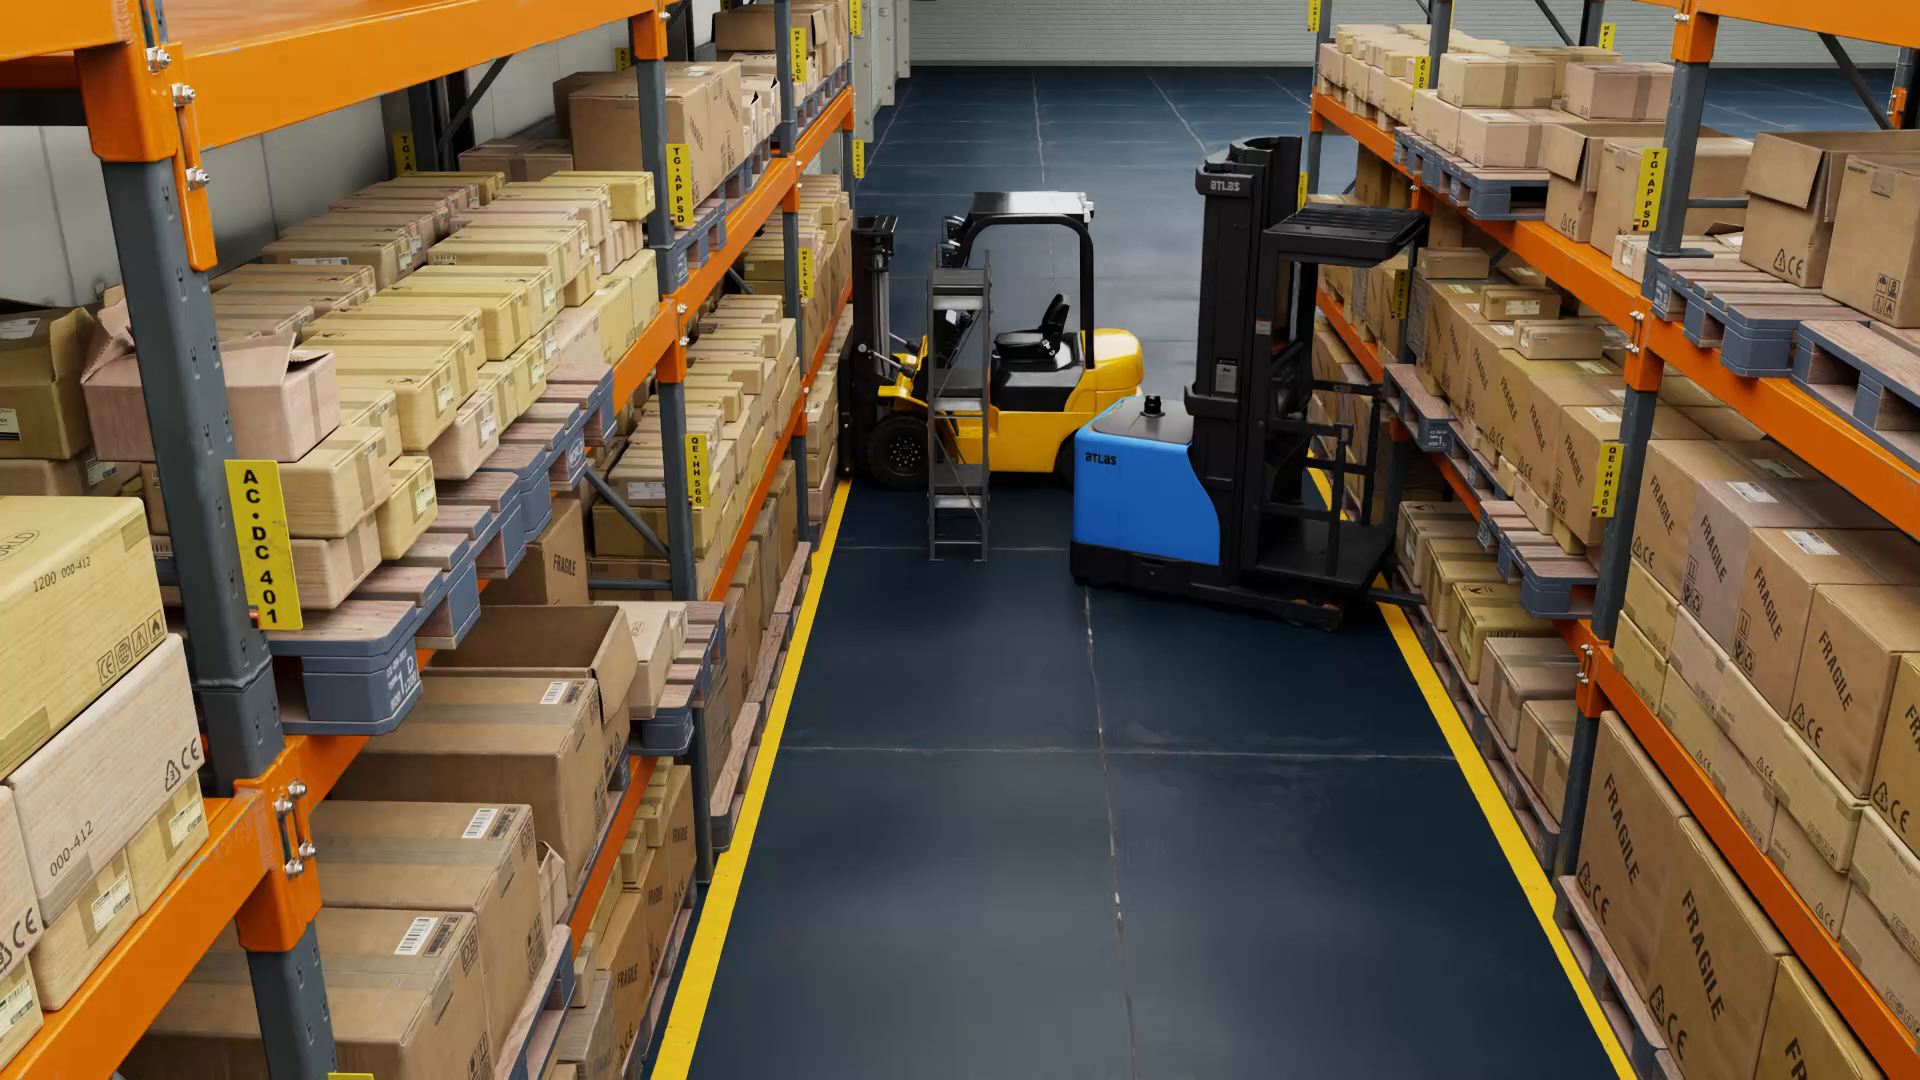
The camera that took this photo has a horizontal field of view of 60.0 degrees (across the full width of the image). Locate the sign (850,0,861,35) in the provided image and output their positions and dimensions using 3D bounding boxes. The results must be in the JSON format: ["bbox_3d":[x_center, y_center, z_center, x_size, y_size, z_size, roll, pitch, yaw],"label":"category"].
[{"bbox_3d":[-0.891,-4.454,14.101,0.100,0.325,0.005,1,21,2],"label":"sign"}]

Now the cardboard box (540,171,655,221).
[{"bbox_3d":[-1.391,-1.324,6.393,0.380,0.149,0.250,1,21,3],"label":"cardboard box"}]

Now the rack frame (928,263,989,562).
[{"bbox_3d":[-0.012,-0.831,11.267,0.400,2.100,0.015,1,21,2],"label":"rack frame"}]

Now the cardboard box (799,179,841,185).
[{"bbox_3d":[-1.209,-2.957,14.058,0.380,0.149,0.250,1,21,2],"label":"cardboard box"}]

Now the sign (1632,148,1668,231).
[{"bbox_3d":[2.743,-1.391,6.607,0.100,0.325,0.005,1,21,2],"label":"sign"}]

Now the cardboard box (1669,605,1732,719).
[{"bbox_3d":[3.007,0.459,6.215,0.500,0.250,0.500,1,21,3],"label":"cardboard box"}]

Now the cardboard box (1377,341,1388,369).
[{"bbox_3d":[3.113,-1.284,11.539,0.380,0.149,0.250,1,21,3],"label":"cardboard box"}]

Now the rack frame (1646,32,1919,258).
[{"bbox_3d":[3.286,-2.542,6.140,1.000,3.000,0.127,1,21,2],"label":"rack frame"}]

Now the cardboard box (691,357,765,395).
[{"bbox_3d":[-1.282,-0.909,9.189,0.380,0.149,0.250,0,21,0],"label":"cardboard box"}]

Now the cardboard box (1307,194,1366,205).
[{"bbox_3d":[3.237,-2.655,14.175,0.500,0.500,0.500,0,21,1],"label":"cardboard box"}]

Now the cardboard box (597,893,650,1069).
[{"bbox_3d":[-1.513,1.696,6.385,0.500,0.500,0.500,2,21,4],"label":"cardboard box"}]

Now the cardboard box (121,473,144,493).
[{"bbox_3d":[-1.875,-0.076,3.560,0.380,0.149,0.250,1,21,3],"label":"cardboard box"}]

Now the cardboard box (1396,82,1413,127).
[{"bbox_3d":[3.152,-2.822,10.804,0.500,0.250,0.500,0,21,1],"label":"cardboard box"}]

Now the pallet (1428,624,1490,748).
[{"bbox_3d":[3.351,0.832,9.592,1.003,0.211,1.213,1,21,2],"label":"pallet"}]

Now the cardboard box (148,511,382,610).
[{"bbox_3d":[-1.391,0.021,3.311,0.380,0.149,0.250,1,21,2],"label":"cardboard box"}]

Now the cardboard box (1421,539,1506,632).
[{"bbox_3d":[3.375,0.288,10.193,0.950,0.372,0.625,2,21,5],"label":"cardboard box"}]

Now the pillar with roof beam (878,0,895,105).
[{"bbox_3d":[2.678,-13.876,35.351,9.100,9.000,0.400,1,21,2],"label":"pillar with roof beam"}]

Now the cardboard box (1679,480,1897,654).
[{"bbox_3d":[3.021,0.097,6.111,0.500,0.500,0.500,1,21,2],"label":"cardboard box"}]

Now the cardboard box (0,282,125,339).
[{"bbox_3d":[-1.882,-0.415,3.450,0.396,0.266,0.258,1,21,2],"label":"cardboard box"}]

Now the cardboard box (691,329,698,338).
[{"bbox_3d":[-1.826,-1.227,10.561,0.500,0.250,0.500,0,21,1],"label":"cardboard box"}]

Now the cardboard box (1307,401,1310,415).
[{"bbox_3d":[3.228,-1.263,14.358,0.500,0.250,0.500,0,21,1],"label":"cardboard box"}]

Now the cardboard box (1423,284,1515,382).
[{"bbox_3d":[3.092,-1.225,9.909,0.500,0.500,0.500,1,21,2],"label":"cardboard box"}]

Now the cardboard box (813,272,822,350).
[{"bbox_3d":[-1.280,-1.637,11.964,0.500,0.500,0.500,1,21,3],"label":"cardboard box"}]

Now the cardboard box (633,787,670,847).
[{"bbox_3d":[-1.415,1.149,6.899,0.380,0.149,0.250,0,21,-1],"label":"cardboard box"}]

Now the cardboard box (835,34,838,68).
[{"bbox_3d":[-1.162,-3.874,13.188,0.396,0.266,0.258,1,21,2],"label":"cardboard box"}]

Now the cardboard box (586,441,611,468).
[{"bbox_3d":[-1.903,-0.456,8.023,0.380,0.149,0.250,1,21,2],"label":"cardboard box"}]

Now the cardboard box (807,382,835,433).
[{"bbox_3d":[-1.200,-0.981,12.249,0.500,0.250,0.500,1,21,2],"label":"cardboard box"}]

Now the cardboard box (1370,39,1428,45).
[{"bbox_3d":[3.237,-3.615,12.296,0.380,0.149,0.250,1,21,3],"label":"cardboard box"}]

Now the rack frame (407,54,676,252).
[{"bbox_3d":[-1.676,-2.595,6.278,1.000,3.000,0.127,1,21,2],"label":"rack frame"}]

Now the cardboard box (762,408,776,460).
[{"bbox_3d":[-1.363,-0.629,9.710,0.500,0.250,0.500,1,21,2],"label":"cardboard box"}]

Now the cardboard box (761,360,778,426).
[{"bbox_3d":[-1.343,-0.857,9.606,0.500,0.250,0.500,1,21,3],"label":"cardboard box"}]

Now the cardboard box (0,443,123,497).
[{"bbox_3d":[-1.905,-0.124,3.273,0.380,0.149,0.250,0,21,1],"label":"cardboard box"}]

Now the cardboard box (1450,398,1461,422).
[{"bbox_3d":[3.077,-0.788,9.679,0.380,0.149,0.250,1,21,2],"label":"cardboard box"}]

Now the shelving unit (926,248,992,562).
[{"bbox_3d":[-0.005,-0.919,11.495,0.431,2.100,0.503,1,21,2],"label":"shelving unit"}]

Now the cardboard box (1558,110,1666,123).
[{"bbox_3d":[3.497,-2.136,8.867,0.500,0.250,0.500,1,21,2],"label":"cardboard box"}]

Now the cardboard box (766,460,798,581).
[{"bbox_3d":[-1.559,-0.145,10.957,0.875,0.625,0.625,2,21,4],"label":"cardboard box"}]

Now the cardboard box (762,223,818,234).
[{"bbox_3d":[-1.240,-2.218,12.153,0.380,0.149,0.250,0,21,1],"label":"cardboard box"}]

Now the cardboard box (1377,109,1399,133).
[{"bbox_3d":[3.158,-2.962,11.717,0.380,0.149,0.250,1,21,3],"label":"cardboard box"}]

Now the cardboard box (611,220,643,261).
[{"bbox_3d":[-1.446,-1.182,6.438,0.380,0.149,0.250,1,21,3],"label":"cardboard box"}]

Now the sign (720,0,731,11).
[{"bbox_3d":[-1.987,-4.542,14.124,0.100,0.325,0.005,1,21,2],"label":"sign"}]

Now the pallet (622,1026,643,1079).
[{"bbox_3d":[-1.776,2.211,6.039,1.003,0.211,1.213,1,21,2],"label":"pallet"}]

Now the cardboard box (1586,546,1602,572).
[{"bbox_3d":[3.061,0.055,7.507,0.380,0.149,0.250,1,21,4],"label":"cardboard box"}]

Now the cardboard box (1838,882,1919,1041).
[{"bbox_3d":[2.977,1.240,4.895,0.500,0.250,0.500,0,21,0],"label":"cardboard box"}]

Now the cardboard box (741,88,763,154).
[{"bbox_3d":[-1.356,-2.302,9.073,0.500,0.311,0.500,0,21,0],"label":"cardboard box"}]

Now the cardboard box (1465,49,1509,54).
[{"bbox_3d":[3.731,-3.329,11.561,0.380,0.149,0.250,0,21,0],"label":"cardboard box"}]

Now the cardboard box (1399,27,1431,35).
[{"bbox_3d":[3.768,-4.072,13.476,0.380,0.149,0.250,1,21,3],"label":"cardboard box"}]

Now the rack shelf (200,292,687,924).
[{"bbox_3d":[-1.737,-0.138,5.087,1.077,0.370,4.000,1,21,2],"label":"rack shelf"}]

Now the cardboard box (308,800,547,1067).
[{"bbox_3d":[-1.543,1.046,4.468,0.700,0.500,0.500,1,21,2],"label":"cardboard box"}]

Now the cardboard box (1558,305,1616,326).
[{"bbox_3d":[3.587,-1.037,9.425,0.500,0.500,0.500,1,21,3],"label":"cardboard box"}]

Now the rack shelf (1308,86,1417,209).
[{"bbox_3d":[3.468,-2.978,12.404,1.077,0.370,4.000,1,21,2],"label":"rack shelf"}]

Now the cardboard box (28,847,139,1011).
[{"bbox_3d":[-1.524,0.588,2.567,0.380,0.149,0.250,1,21,1],"label":"cardboard box"}]

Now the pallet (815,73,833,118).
[{"bbox_3d":[-1.514,-3.351,12.493,1.003,0.211,1.213,1,21,2],"label":"pallet"}]

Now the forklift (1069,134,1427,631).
[{"bbox_3d":[2.299,-1.009,10.577,3.031,2.935,1.130,10,23,24],"label":"forklift"}]

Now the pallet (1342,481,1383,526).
[{"bbox_3d":[3.392,-0.135,12.084,1.003,0.211,1.213,1,21,2],"label":"pallet"}]

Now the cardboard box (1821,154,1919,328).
[{"bbox_3d":[3.446,-1.026,5.661,0.700,0.500,0.500,0,21,-1],"label":"cardboard box"}]
